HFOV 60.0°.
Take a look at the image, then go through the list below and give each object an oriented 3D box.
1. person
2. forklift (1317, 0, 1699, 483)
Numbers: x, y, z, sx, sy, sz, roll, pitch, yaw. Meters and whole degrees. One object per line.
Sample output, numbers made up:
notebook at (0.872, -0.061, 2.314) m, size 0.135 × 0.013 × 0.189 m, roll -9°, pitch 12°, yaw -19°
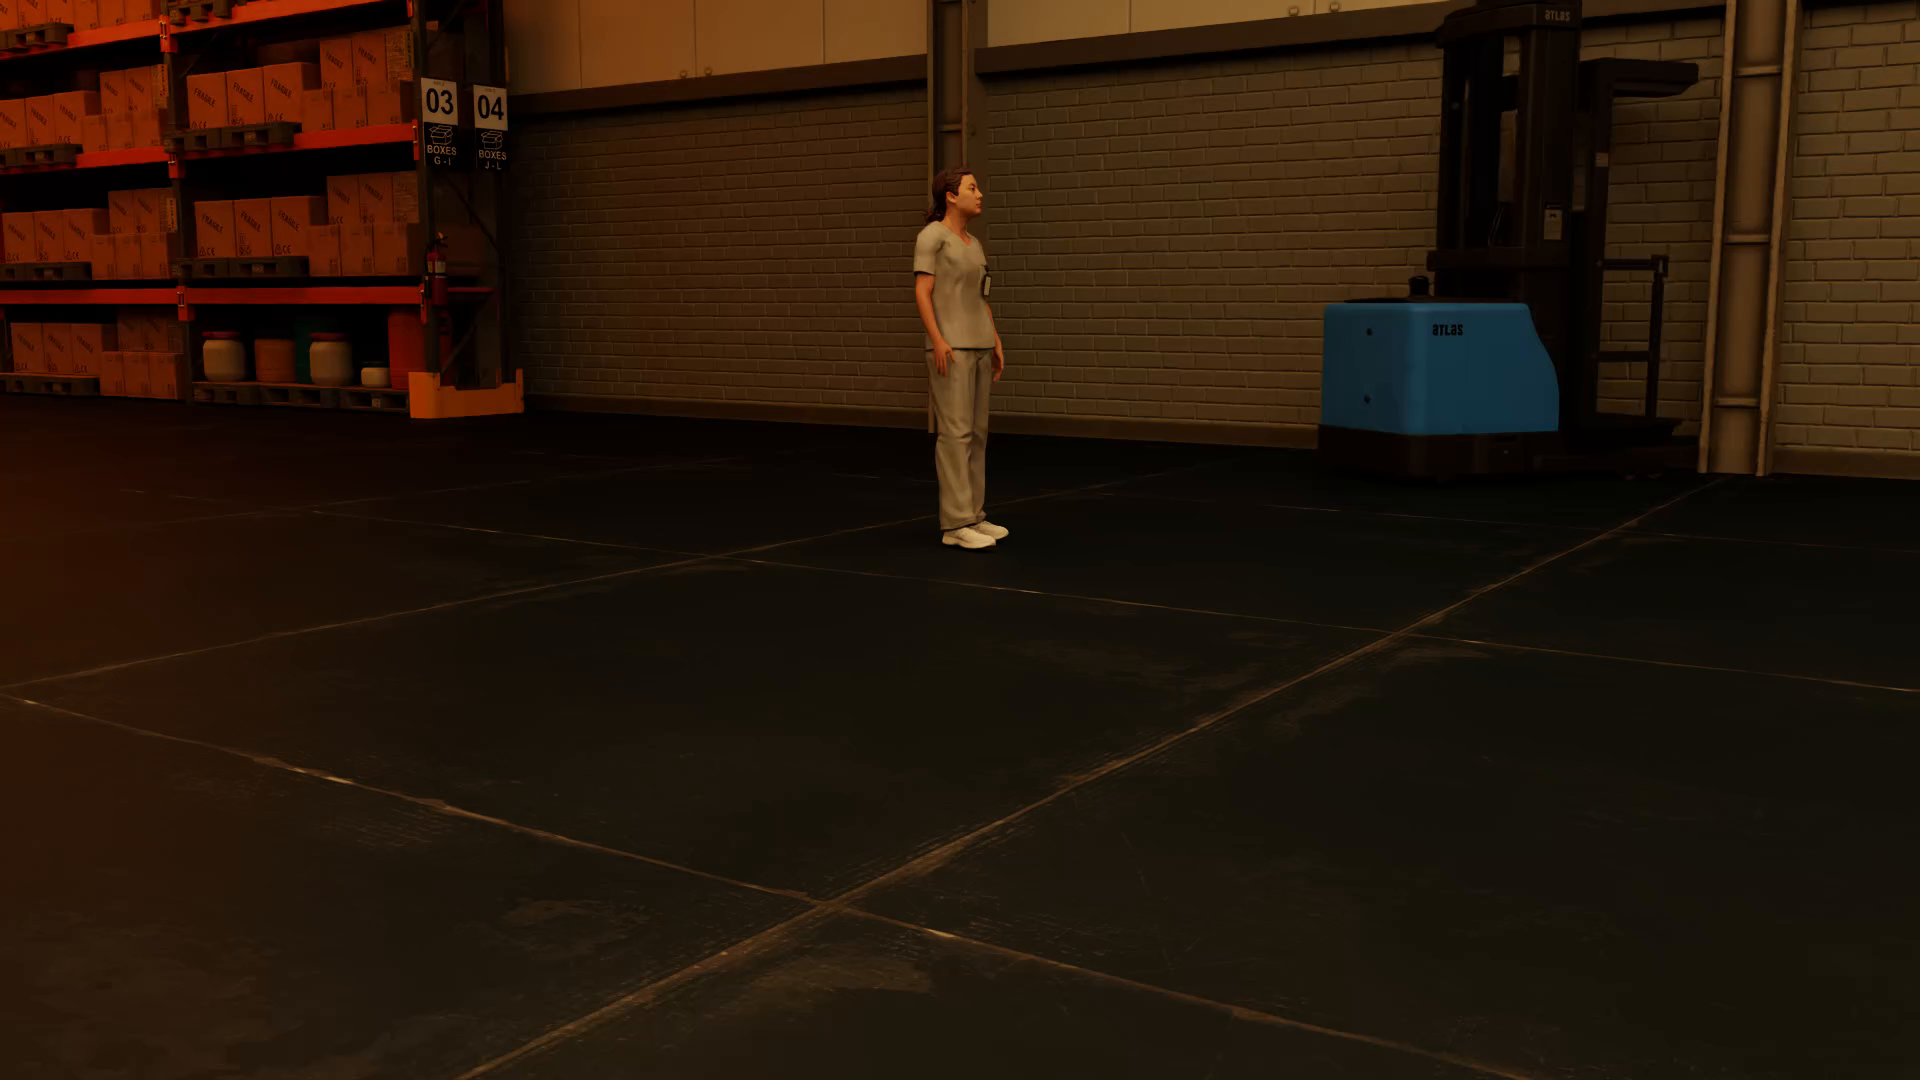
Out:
person at (0.054, -0.830, 7.432) m, size 0.548 × 1.673 × 0.549 m, roll 5°, pitch 10°, yaw 34°
forklift at (3.838, -1.889, 10.475) m, size 3.031 × 2.935 × 1.130 m, roll -3°, pitch 9°, yaw -21°
